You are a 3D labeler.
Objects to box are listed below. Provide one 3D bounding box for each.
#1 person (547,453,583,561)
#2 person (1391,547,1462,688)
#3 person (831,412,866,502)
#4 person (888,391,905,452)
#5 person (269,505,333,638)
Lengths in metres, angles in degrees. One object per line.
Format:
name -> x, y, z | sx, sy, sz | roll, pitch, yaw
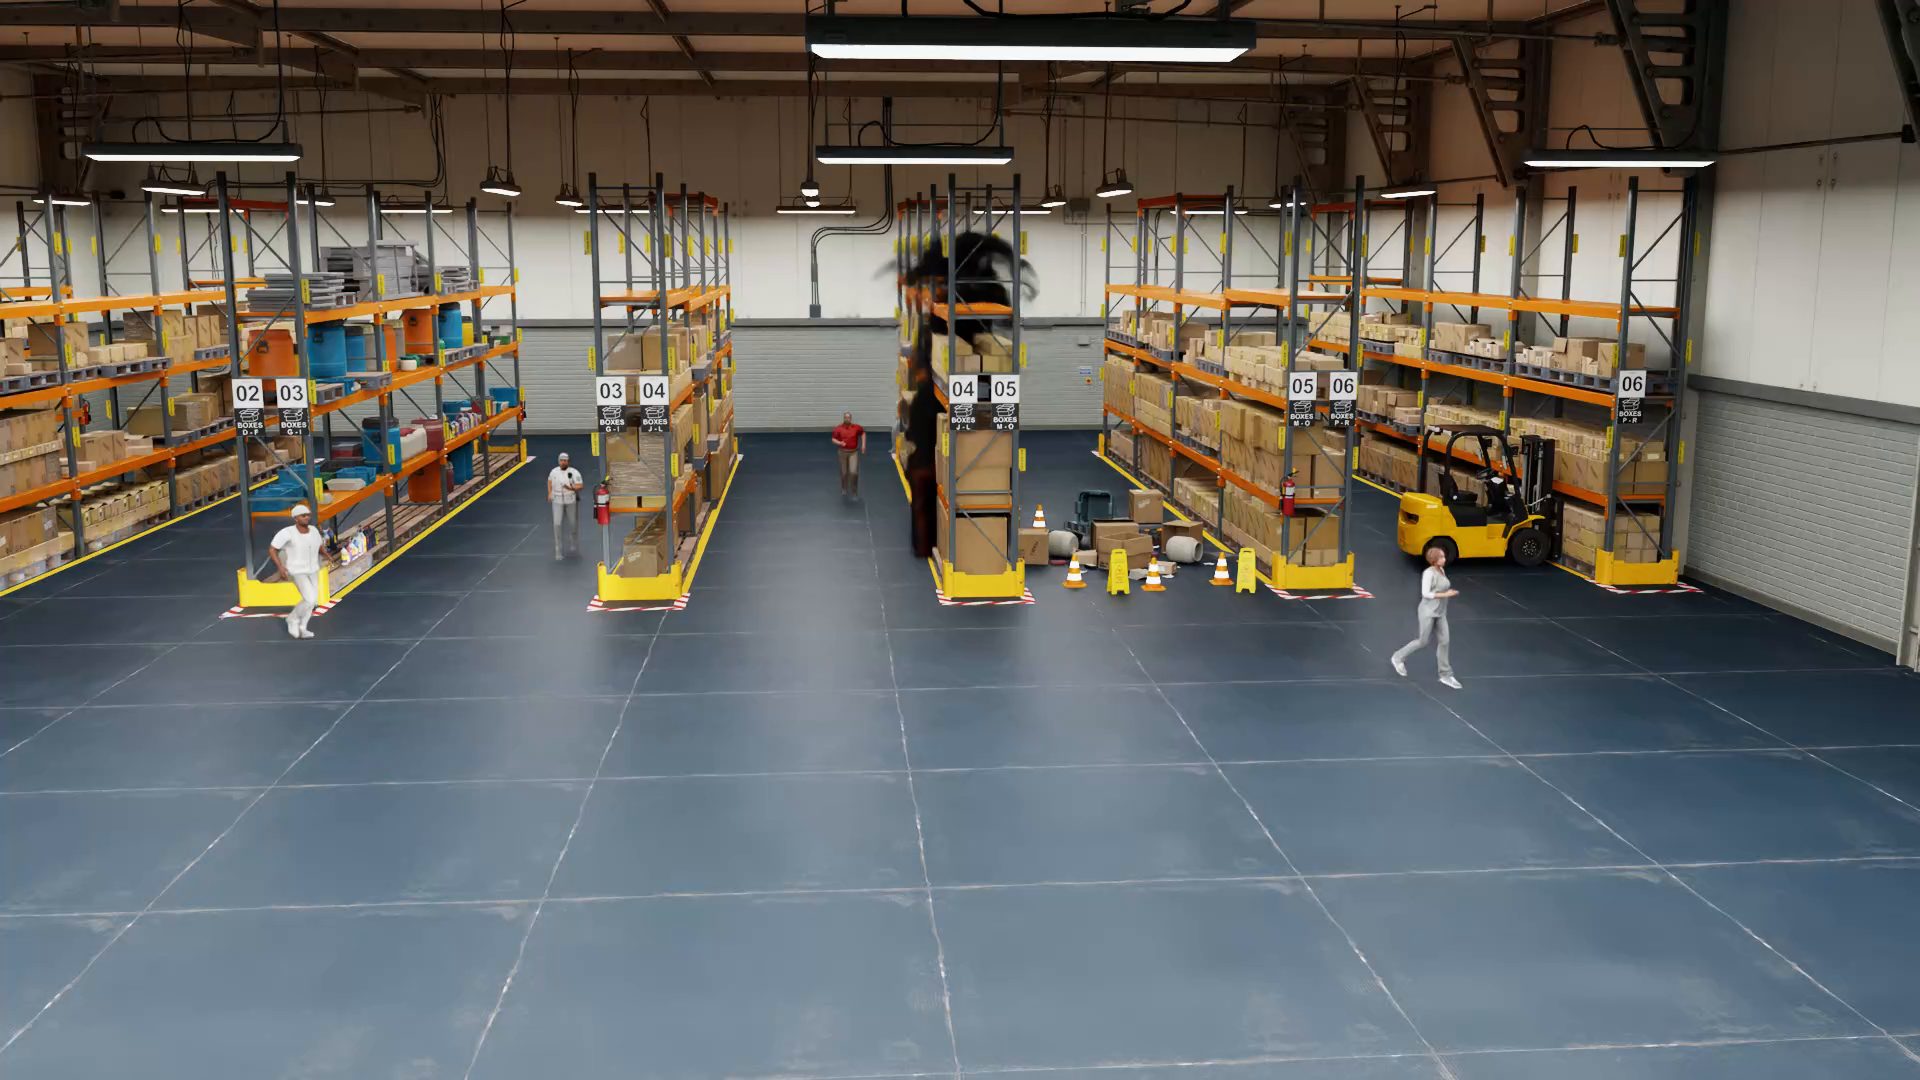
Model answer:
person -> -6.438, -0.576, 27.133 | 0.589, 1.706, 0.847 | -1, 10, -8
person -> 5.391, 0.863, 19.088 | 0.859, 1.597, 0.565 | 9, 13, 42
person -> -2.223, -1.644, 33.189 | 0.683, 1.819, 0.783 | -1, 10, -3
person -> -1.367, -2.986, 40.965 | 0.850, 1.681, 0.570 | -1, 10, -7
person -> -8.399, 0.407, 21.383 | 0.582, 1.727, 0.705 | 5, 11, 25
